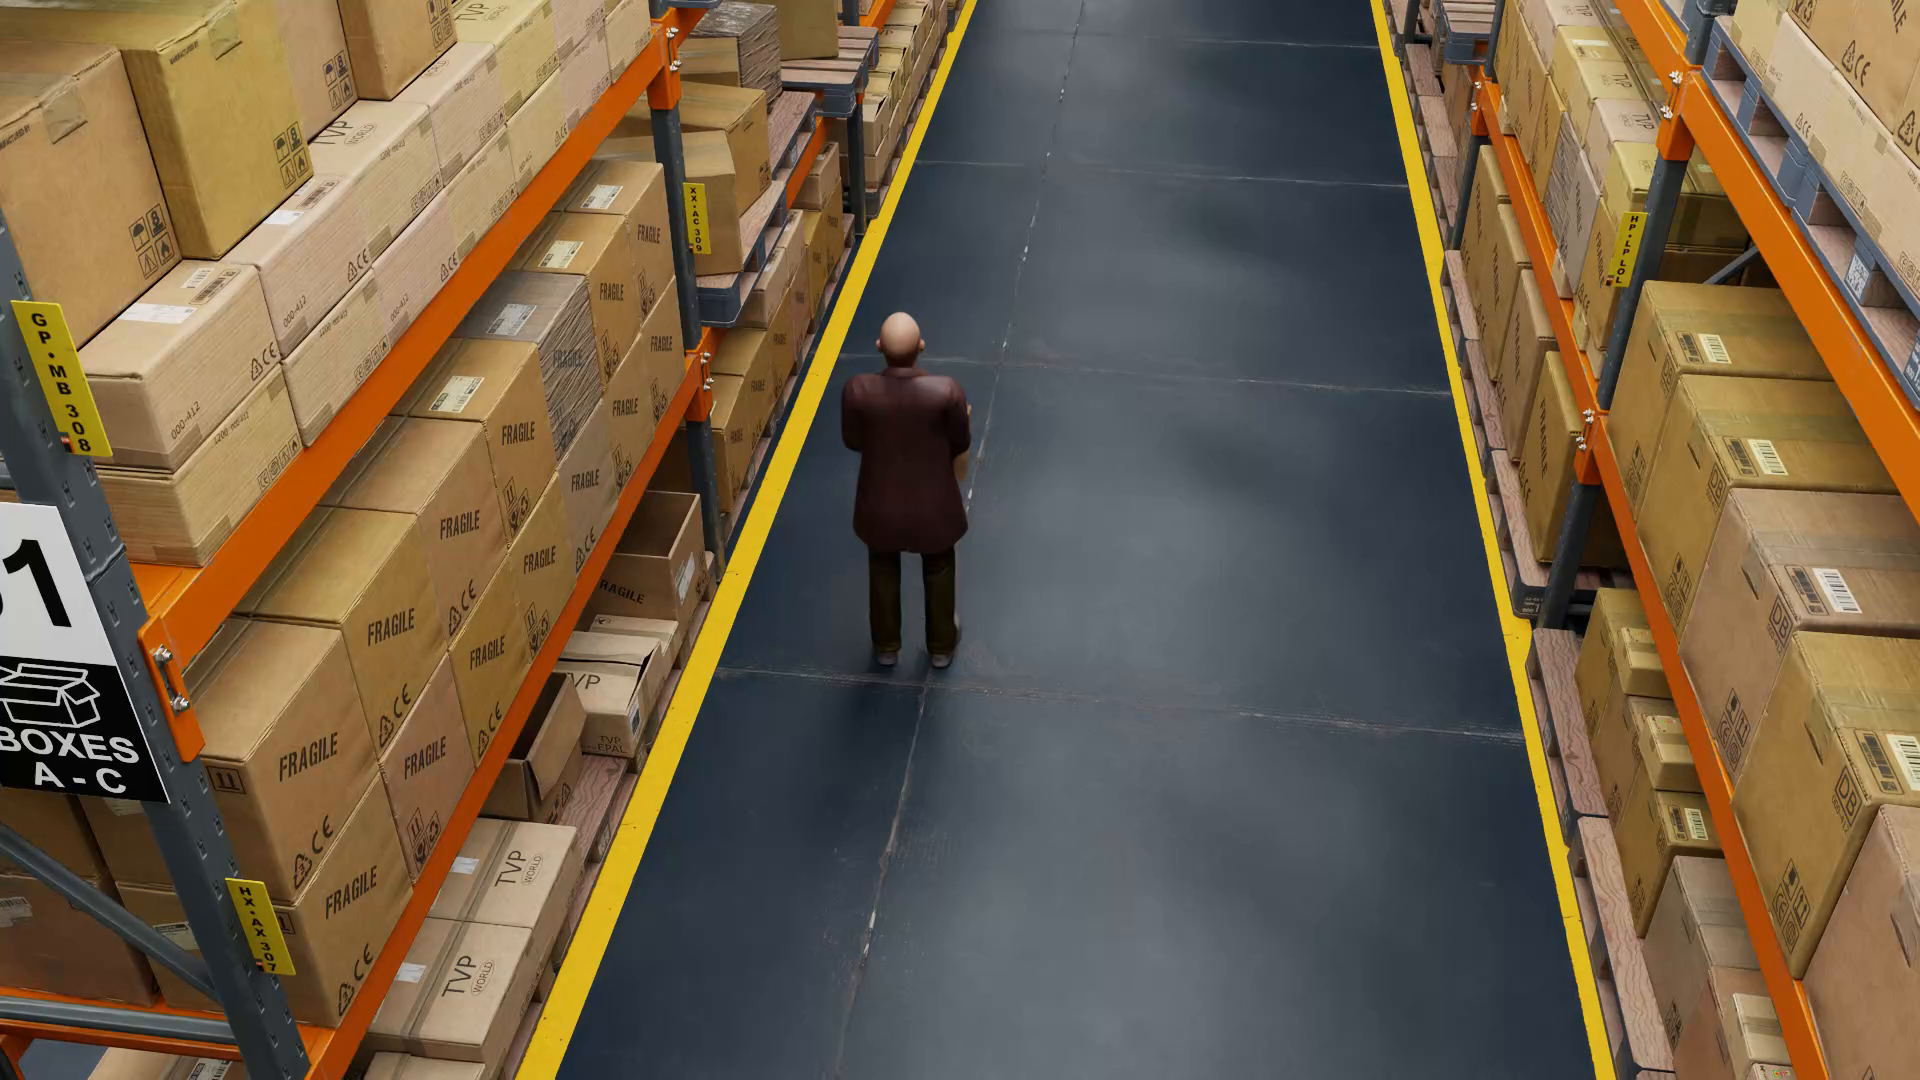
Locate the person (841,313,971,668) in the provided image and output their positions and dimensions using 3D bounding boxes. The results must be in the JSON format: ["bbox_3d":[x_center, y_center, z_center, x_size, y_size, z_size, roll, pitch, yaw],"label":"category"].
[{"bbox_3d":[-0.224,-0.260,7.410,0.559,1.781,0.517,2,36,3],"label":"person"}]
